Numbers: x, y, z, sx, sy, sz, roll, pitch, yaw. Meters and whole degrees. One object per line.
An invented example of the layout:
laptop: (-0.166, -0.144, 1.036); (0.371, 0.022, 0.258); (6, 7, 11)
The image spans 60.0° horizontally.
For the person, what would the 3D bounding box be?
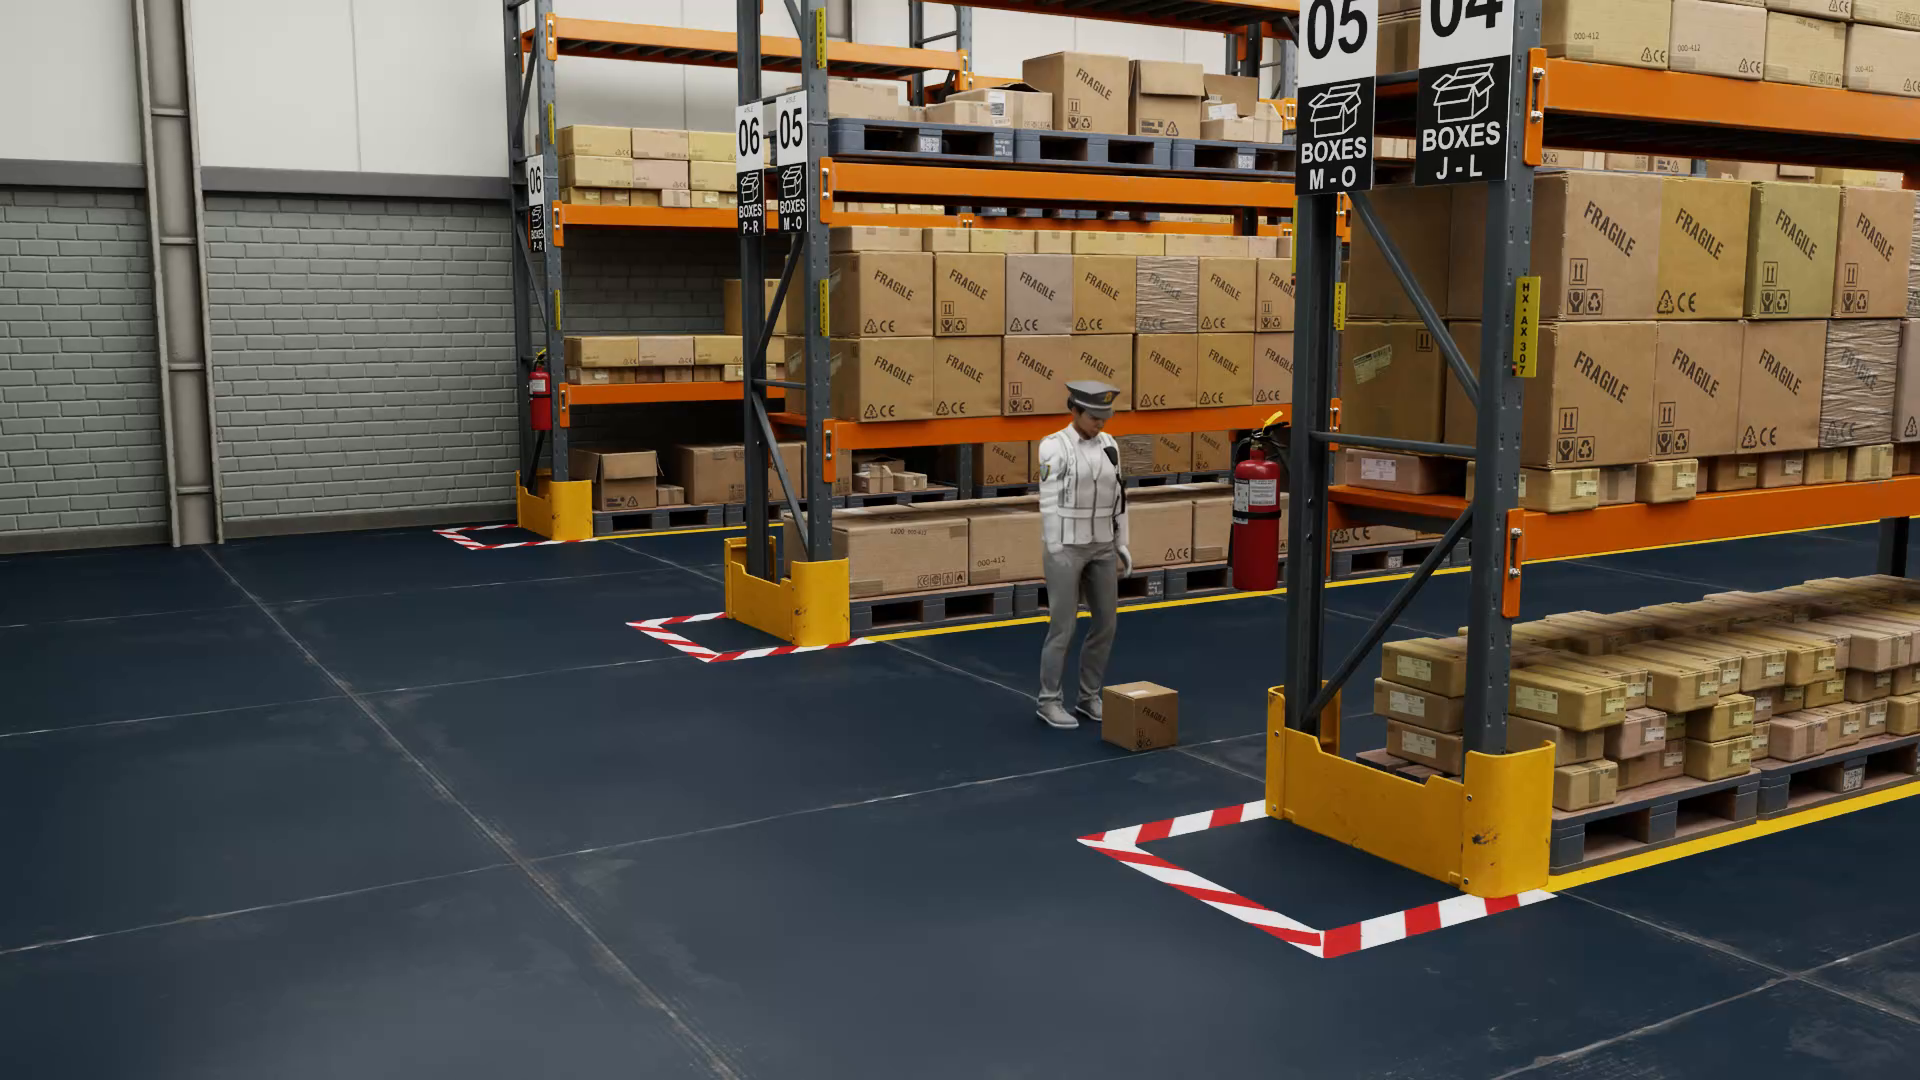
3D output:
person: (0.598, 0.060, 7.976); (0.479, 1.657, 0.352); (-5, 10, -30)
